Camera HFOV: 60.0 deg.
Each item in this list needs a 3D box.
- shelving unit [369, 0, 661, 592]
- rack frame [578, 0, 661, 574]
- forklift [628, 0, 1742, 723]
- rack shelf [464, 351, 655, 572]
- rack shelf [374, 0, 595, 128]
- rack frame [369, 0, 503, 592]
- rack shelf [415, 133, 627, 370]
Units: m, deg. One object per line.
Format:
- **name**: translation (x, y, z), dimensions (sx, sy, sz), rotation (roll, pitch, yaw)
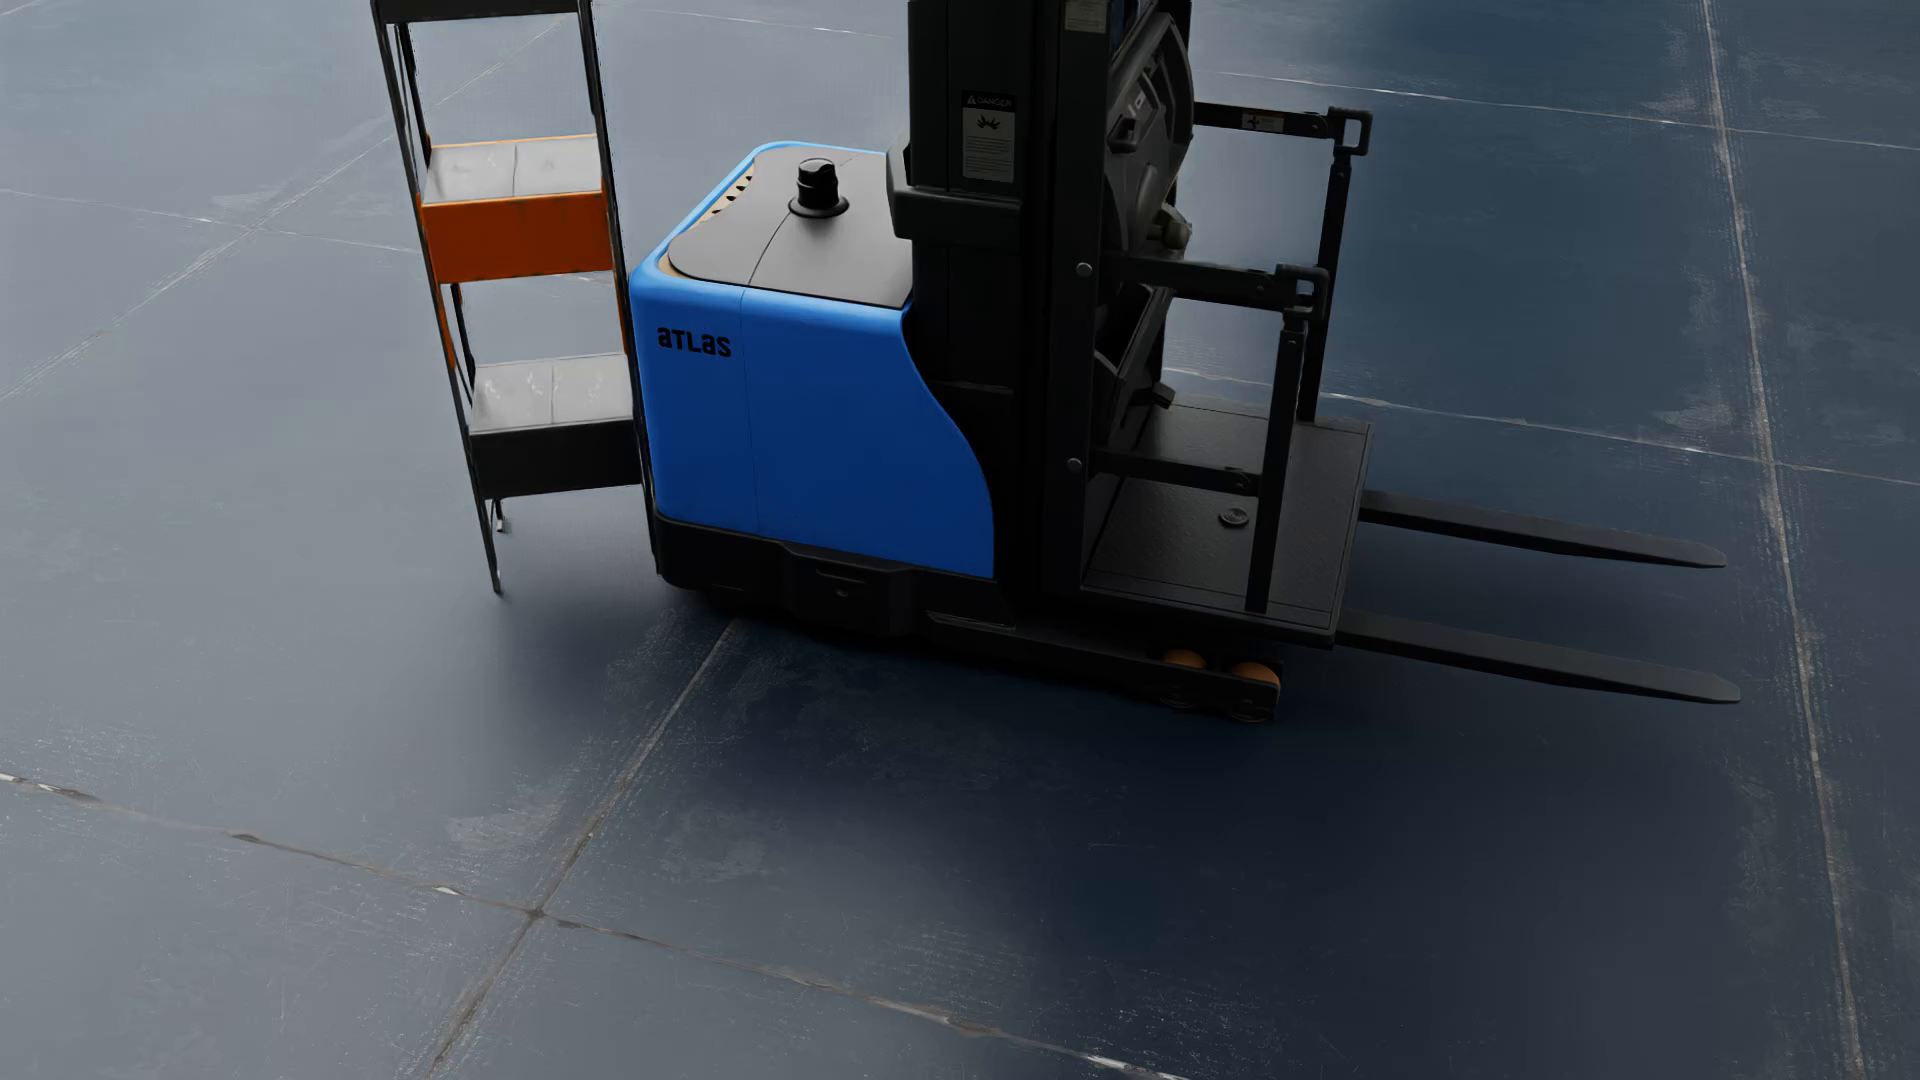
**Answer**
- **shelving unit**: translation (-1.202, -0.833, 4.609), dimensions (0.503, 2.100, 0.431), rotation (-6, 37, -9)
- **rack frame**: translation (-0.962, -0.860, 4.646), dimensions (0.015, 2.100, 0.400), rotation (-6, 37, -9)
- **forklift**: translation (0.673, -1.033, 4.181), dimensions (3.031, 2.935, 1.130), rotation (10, 38, 14)
- **rack shelf**: translation (-1.201, -0.258, 5.032), dimensions (0.480, 0.518, 0.431), rotation (-6, 37, -9)
- **rack shelf**: translation (-1.202, -1.385, 4.203), dimensions (0.480, 0.518, 0.431), rotation (-6, 37, -9)
- **rack frame**: translation (-1.441, -0.806, 4.573), dimensions (0.015, 2.100, 0.400), rotation (-6, 37, -9)
- **rack shelf**: translation (-1.202, -0.822, 4.618), dimensions (0.480, 0.518, 0.431), rotation (-6, 37, -9)
